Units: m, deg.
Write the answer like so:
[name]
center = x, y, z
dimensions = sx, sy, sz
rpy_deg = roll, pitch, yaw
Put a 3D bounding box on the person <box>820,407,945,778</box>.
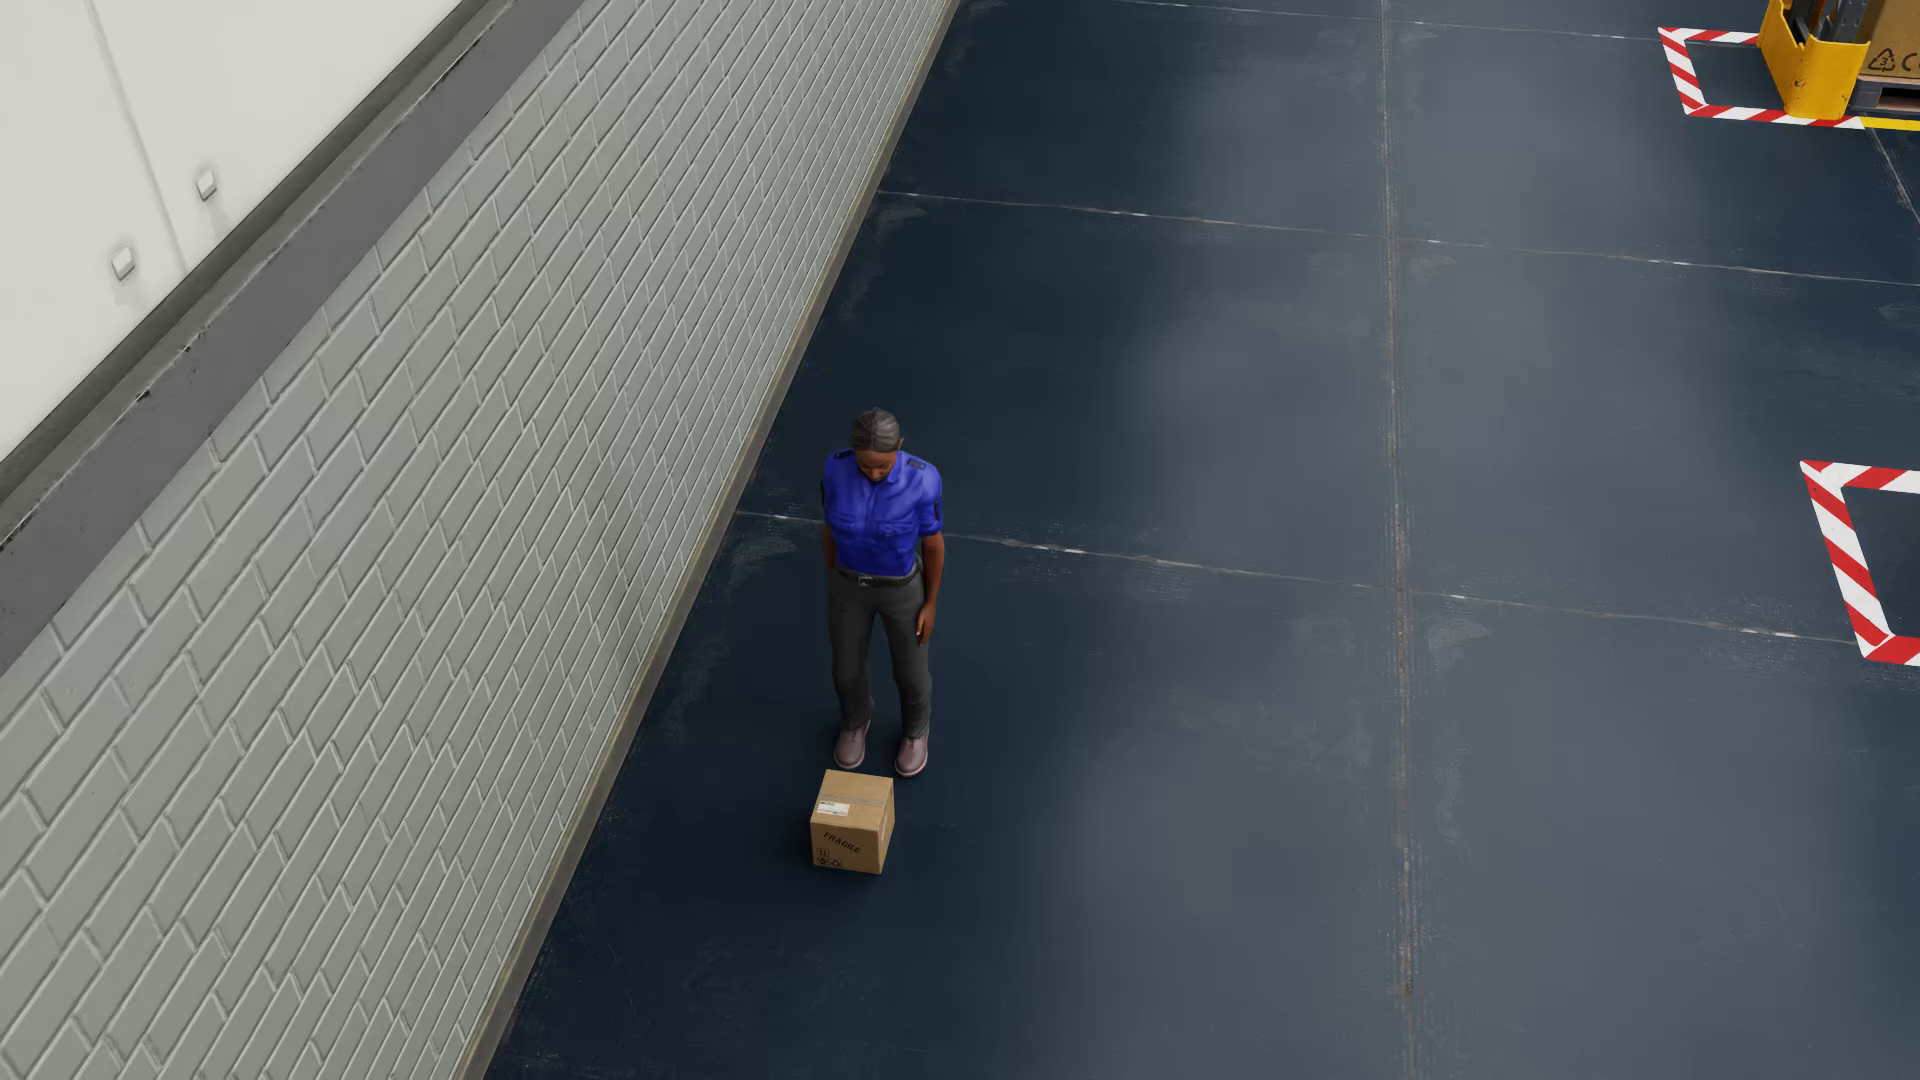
[person]
center = -0.272, 0.190, 5.962
dimensions = 0.443, 1.646, 0.315
rpy_deg = 7, 41, 8
